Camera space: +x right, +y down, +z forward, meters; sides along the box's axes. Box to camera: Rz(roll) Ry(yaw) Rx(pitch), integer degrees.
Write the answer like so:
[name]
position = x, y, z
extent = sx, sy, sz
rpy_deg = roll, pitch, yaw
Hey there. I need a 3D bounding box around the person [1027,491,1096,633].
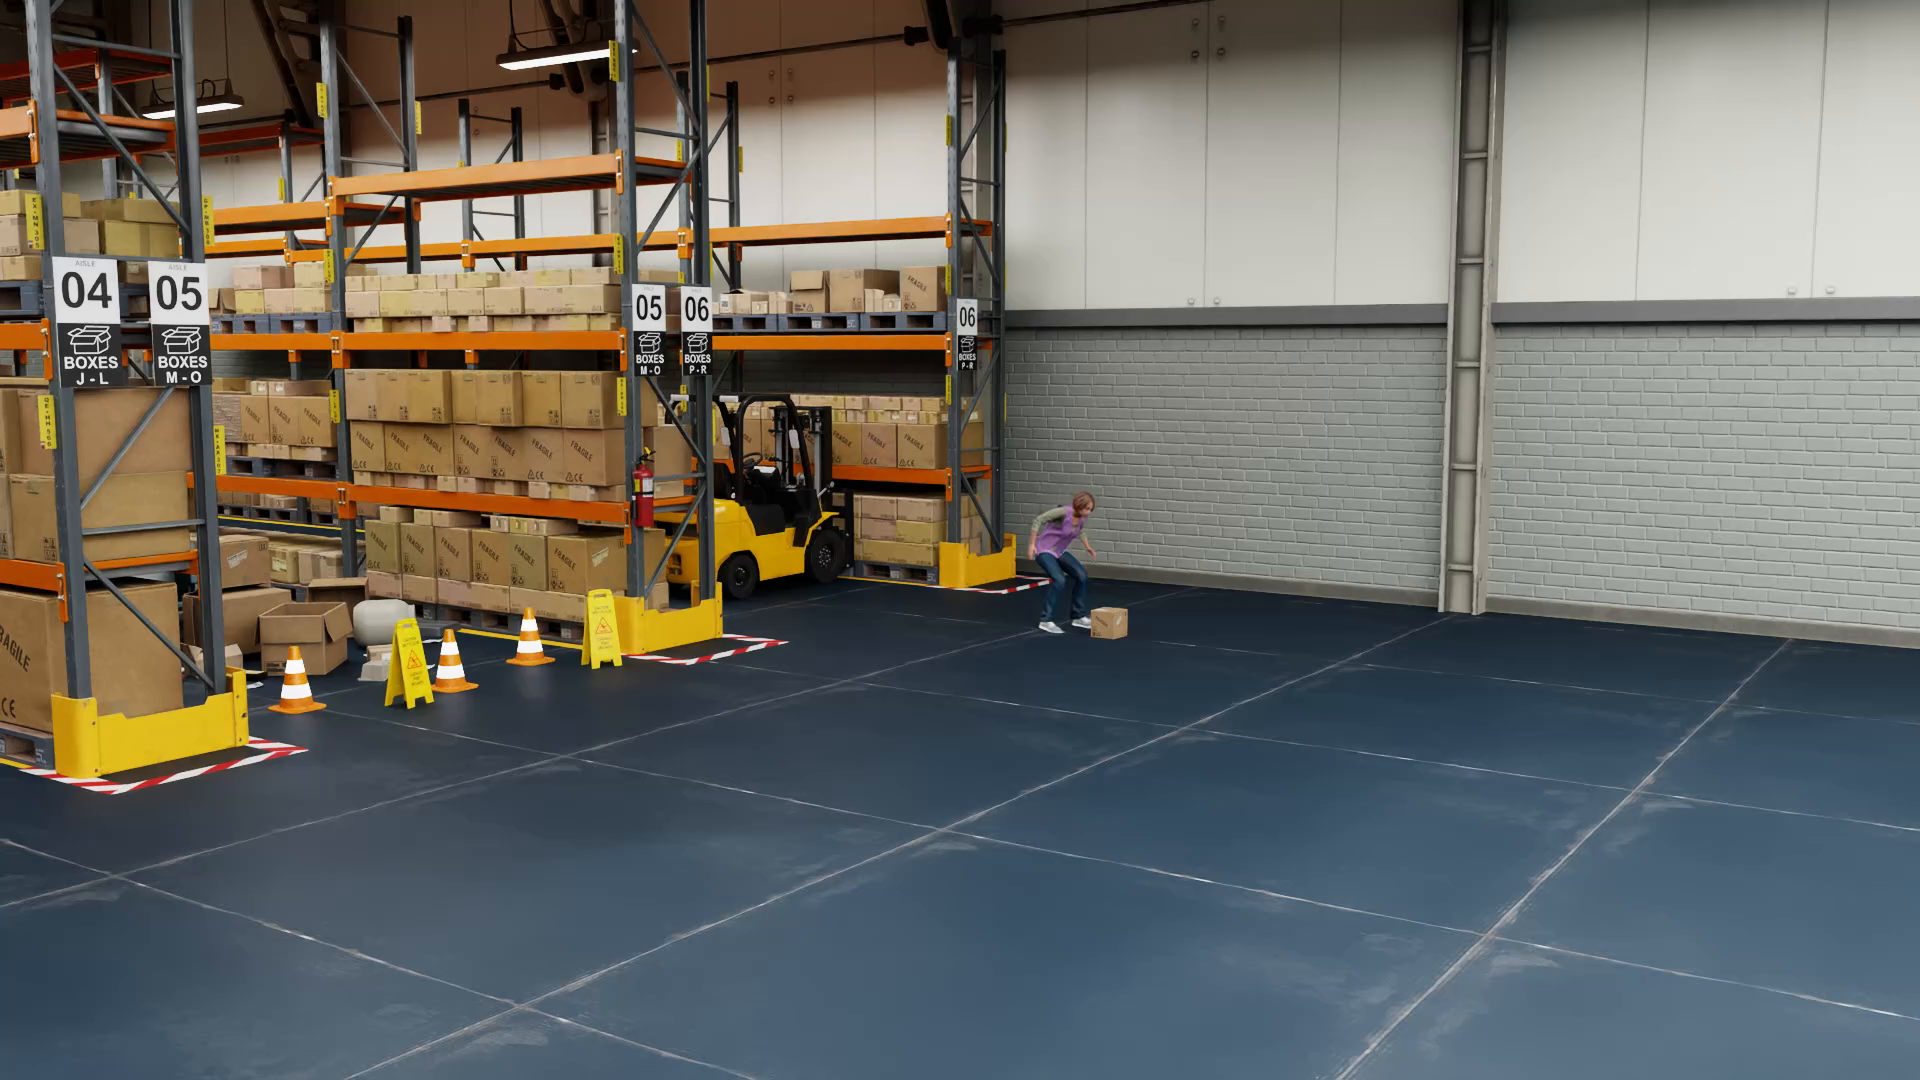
[person]
position = 0.989, 0.187, 15.816
extent = 0.625, 1.331, 0.665
rpy_deg = -6, 9, -43
